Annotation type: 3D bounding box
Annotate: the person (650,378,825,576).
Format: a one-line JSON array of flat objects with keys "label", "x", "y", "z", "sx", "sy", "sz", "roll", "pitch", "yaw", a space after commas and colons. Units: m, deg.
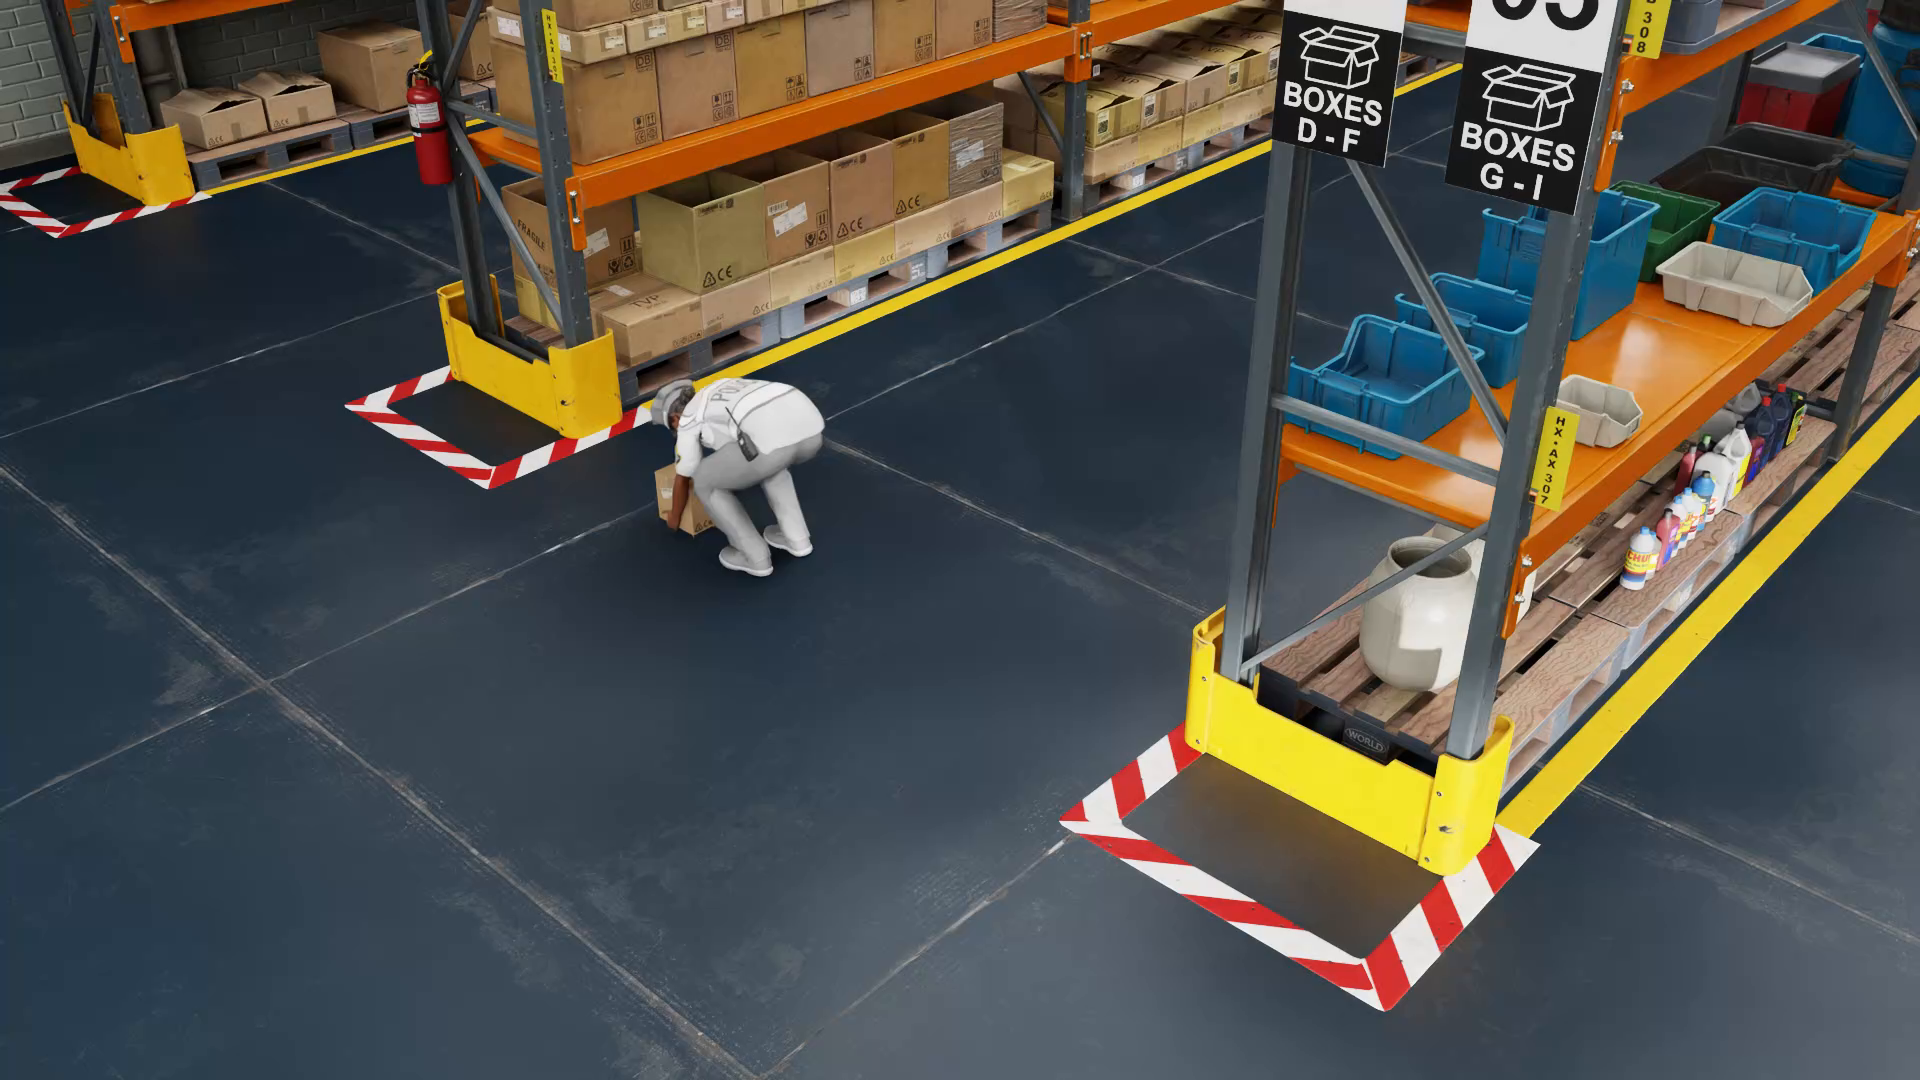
[{"label": "person", "x": -1.006, "y": -0.339, "z": 7.466, "sx": 0.907, "sy": 0.857, "sz": 0.471, "roll": 23, "pitch": 39, "yaw": 33}]
